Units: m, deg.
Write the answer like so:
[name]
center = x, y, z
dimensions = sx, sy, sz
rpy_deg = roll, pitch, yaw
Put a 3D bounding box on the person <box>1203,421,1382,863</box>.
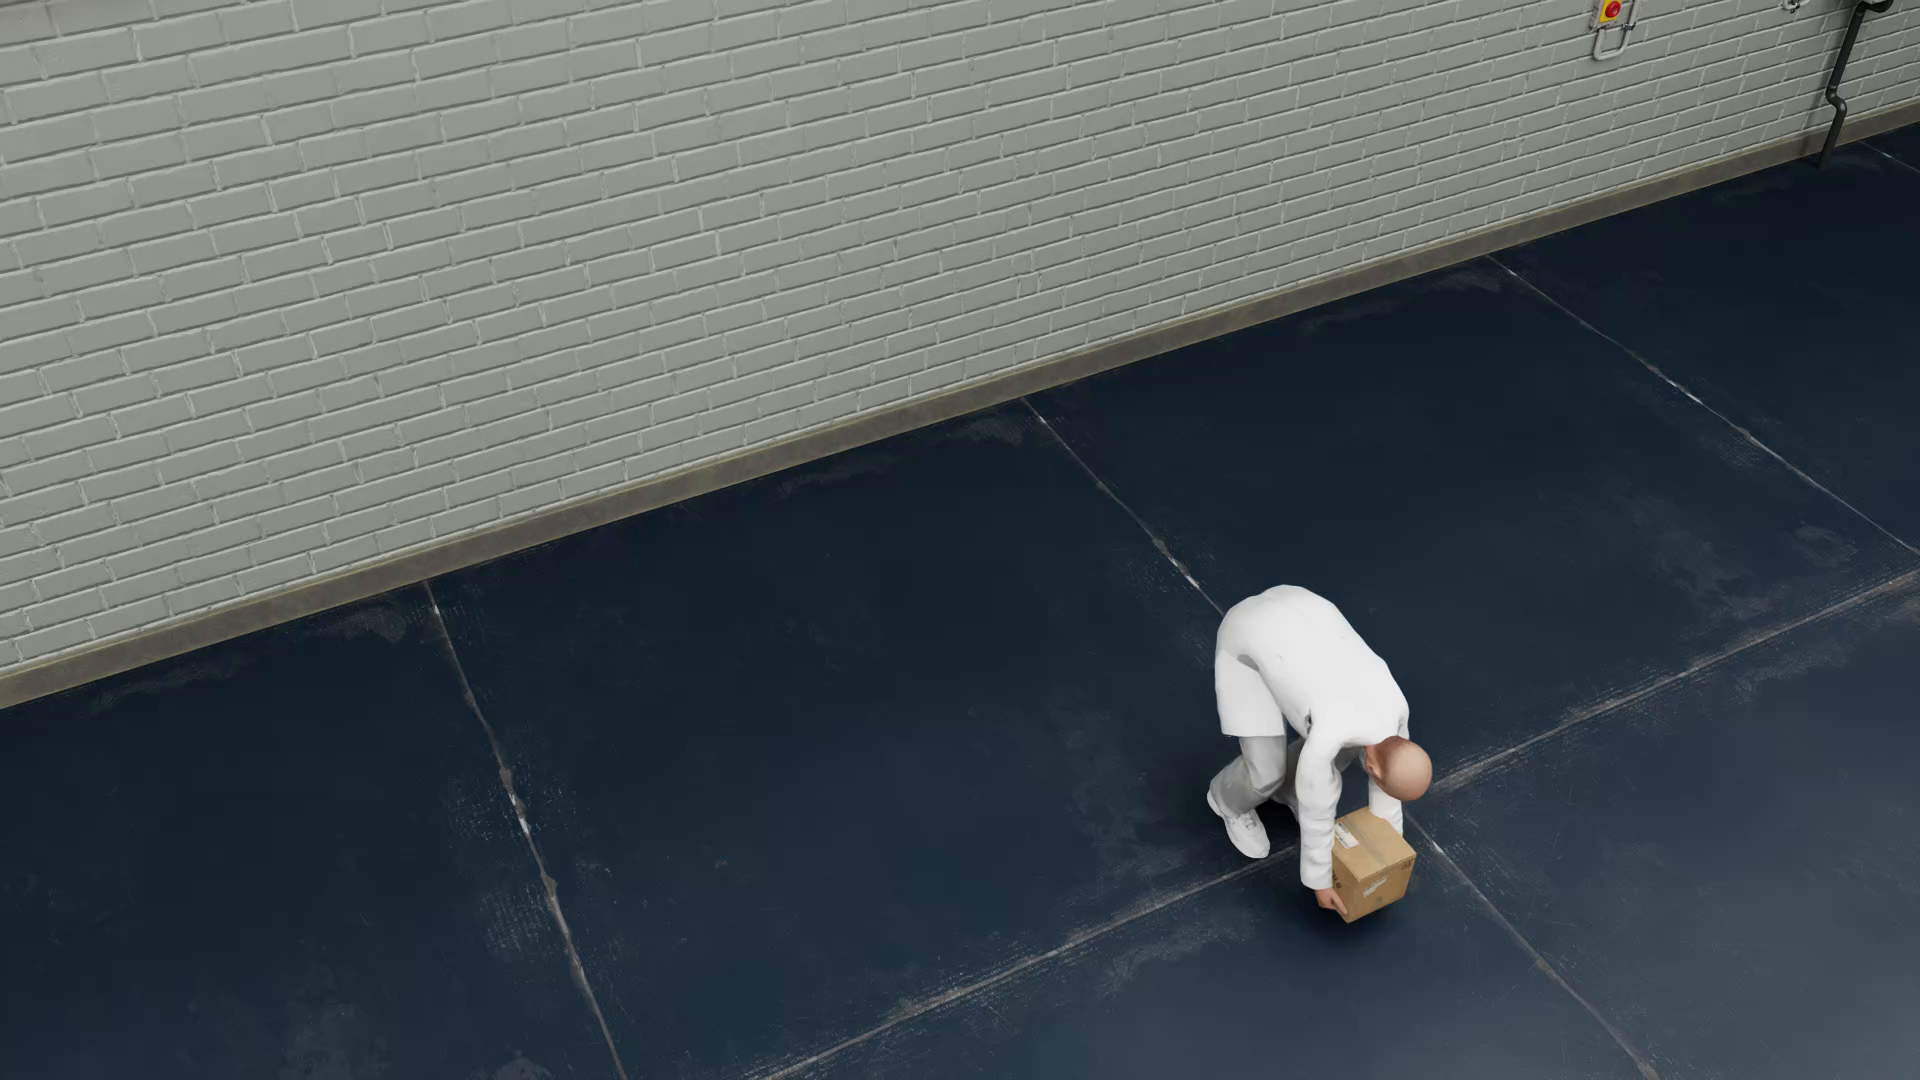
[person]
center = 1.176, 0.365, 5.740
dimensions = 0.575, 1.782, 0.467
rpy_deg = -19, 44, -21
